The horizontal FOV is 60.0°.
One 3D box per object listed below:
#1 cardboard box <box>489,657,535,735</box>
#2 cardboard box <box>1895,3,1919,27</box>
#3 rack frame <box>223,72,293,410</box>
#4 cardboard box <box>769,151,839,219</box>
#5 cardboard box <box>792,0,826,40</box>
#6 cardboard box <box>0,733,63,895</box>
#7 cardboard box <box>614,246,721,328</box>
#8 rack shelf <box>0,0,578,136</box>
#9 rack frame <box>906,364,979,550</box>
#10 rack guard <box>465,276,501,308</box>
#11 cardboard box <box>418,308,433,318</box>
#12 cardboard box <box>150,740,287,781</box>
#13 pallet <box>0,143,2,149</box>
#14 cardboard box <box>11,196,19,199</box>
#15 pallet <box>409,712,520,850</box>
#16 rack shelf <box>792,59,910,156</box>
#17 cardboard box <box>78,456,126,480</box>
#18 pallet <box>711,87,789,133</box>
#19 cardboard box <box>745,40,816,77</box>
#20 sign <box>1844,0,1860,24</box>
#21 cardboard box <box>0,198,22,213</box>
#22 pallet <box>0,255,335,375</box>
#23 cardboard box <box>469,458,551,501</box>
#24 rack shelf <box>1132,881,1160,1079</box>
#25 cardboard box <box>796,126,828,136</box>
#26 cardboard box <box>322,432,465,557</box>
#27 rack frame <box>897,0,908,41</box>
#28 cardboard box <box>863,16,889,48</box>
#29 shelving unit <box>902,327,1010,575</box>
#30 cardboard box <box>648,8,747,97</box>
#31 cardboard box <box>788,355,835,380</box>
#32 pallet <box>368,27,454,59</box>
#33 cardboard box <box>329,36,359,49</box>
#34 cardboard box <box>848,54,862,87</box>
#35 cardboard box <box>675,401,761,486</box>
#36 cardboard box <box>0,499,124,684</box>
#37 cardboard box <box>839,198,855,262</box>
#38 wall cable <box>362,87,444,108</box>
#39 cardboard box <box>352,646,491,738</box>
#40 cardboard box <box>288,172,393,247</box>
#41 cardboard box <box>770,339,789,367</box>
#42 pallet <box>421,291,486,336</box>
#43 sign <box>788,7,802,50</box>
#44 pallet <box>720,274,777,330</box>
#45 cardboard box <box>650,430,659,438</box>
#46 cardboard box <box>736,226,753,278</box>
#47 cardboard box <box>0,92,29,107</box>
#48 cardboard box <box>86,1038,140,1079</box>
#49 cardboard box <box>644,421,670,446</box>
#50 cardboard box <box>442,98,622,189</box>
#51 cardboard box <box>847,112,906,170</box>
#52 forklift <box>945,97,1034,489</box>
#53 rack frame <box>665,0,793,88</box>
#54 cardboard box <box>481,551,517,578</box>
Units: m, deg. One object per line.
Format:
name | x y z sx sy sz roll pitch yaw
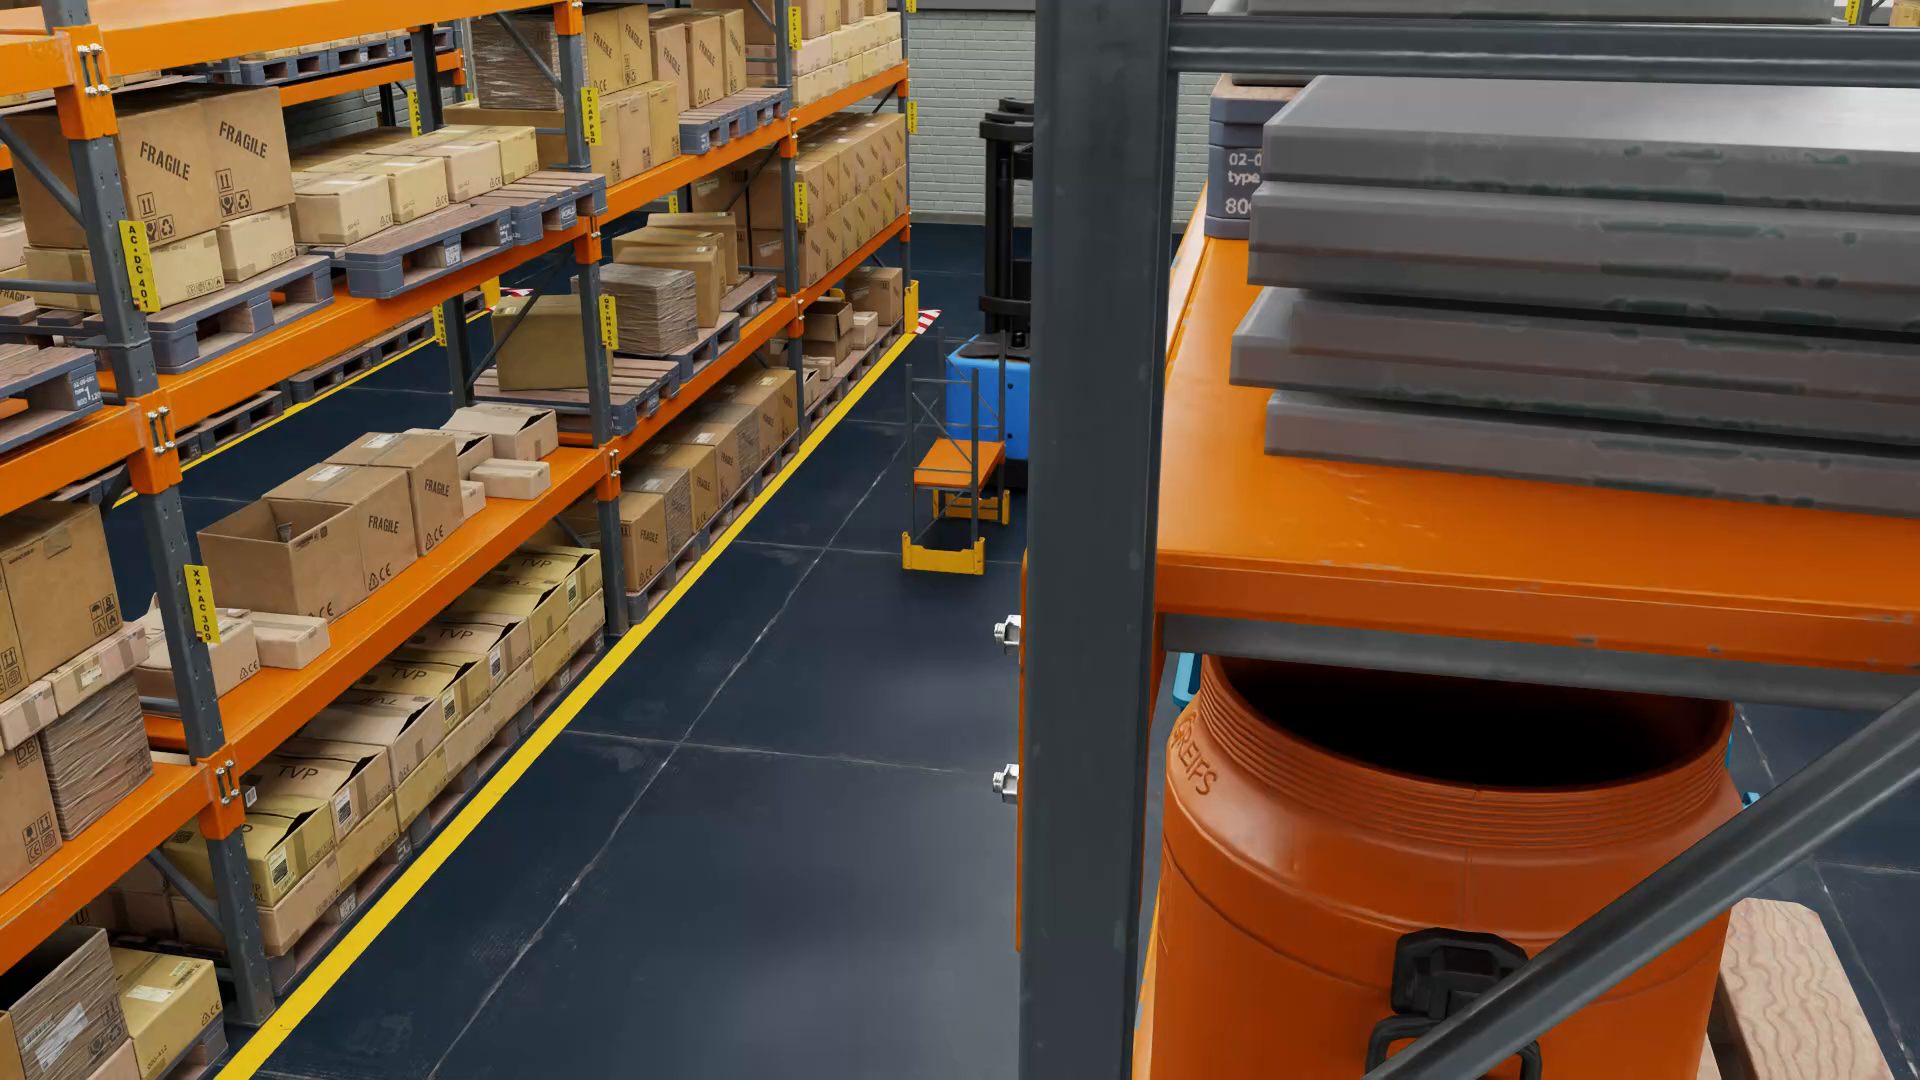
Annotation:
cardboard box | -2.742 0.848 9.351 0.500 0.250 0.500 5 22 12
cardboard box | 8.377 -4.273 14.104 0.700 0.500 0.500 4 22 9
rack frame | -6.700 -2.655 14.931 1.000 3.000 0.127 4 22 11
cardboard box | -1.374 -3.129 14.634 0.500 0.500 0.500 4 22 9
cardboard box | -1.547 -4.533 14.107 0.700 0.500 0.500 4 22 11
cardboard box | -3.668 0.957 5.829 0.700 0.500 0.500 4 22 10
cardboard box | -2.150 -1.869 12.284 0.700 0.500 0.500 -1 22 -3
rack shelf | -3.074 -2.348 7.637 1.077 0.370 4.000 4 22 11
rack frame | -0.121 -0.479 11.534 0.500 1.500 0.032 4 22 11
rack guard | -5.879 -2.967 19.052 1.175 0.500 0.348 4 22 11
cardboard box | -6.031 -2.707 17.843 0.700 0.500 0.500 4 22 11
cardboard box | -3.581 1.107 7.958 0.500 0.311 0.500 5 22 12
pallet | -7.437 -2.736 11.368 1.213 0.211 1.003 6 23 13
cardboard box | -7.247 -2.673 13.412 0.500 0.250 0.500 4 22 9
pallet | -3.124 1.220 9.041 1.003 0.211 1.213 4 22 11
rack shelf | -1.442 -4.068 15.387 1.077 0.370 4.000 4 22 11
cardboard box | -7.053 -0.969 13.059 0.750 0.750 0.750 4 22 11
pallet | -2.052 -3.350 12.893 1.213 0.211 1.003 4 22 11
cardboard box | -1.508 -3.991 13.765 0.500 0.250 0.500 4 22 11
sign | 8.121 -4.863 15.123 0.100 0.325 0.005 4 22 11
cardboard box | -7.357 -2.482 12.939 0.500 0.250 0.500 4 22 10
pallet | -3.315 -0.979 7.011 0.805 0.209 1.217 4 22 9
cardboard box | -2.579 -0.349 9.542 0.380 0.149 0.250 4 22 11
rack shelf | 0.958 0.700 3.549 1.077 0.370 4.000 4 22 11
cardboard box | -1.589 -3.735 16.141 0.500 0.500 0.500 5 22 12
cardboard box | -2.993 -0.247 8.819 0.500 0.500 0.500 3 22 8
rack frame | -1.034 -6.525 16.508 1.000 3.000 0.127 4 22 11
cardboard box | -0.991 -4.905 16.034 0.500 0.250 0.500 4 22 11
shelving unit | -0.016 -0.668 12.004 0.587 1.500 1.083 4 22 11
cardboard box | -2.025 -3.779 12.877 0.600 0.600 0.600 2 22 6
cardboard box | -1.386 -1.623 15.571 0.380 0.166 0.250 4 22 11
pallet | -6.025 -5.196 17.344 1.003 0.211 1.213 4 22 11
cardboard box | -6.086 -4.824 15.806 0.500 0.250 0.500 4 22 9
cardboard box | -1.200 -4.308 15.221 0.500 0.250 0.500 4 22 11
cardboard box | -1.882 -0.758 12.977 0.500 0.500 0.500 5 22 12
cardboard box | -3.567 0.162 6.067 0.700 0.500 0.500 5 22 11
cardboard box | -1.274 -2.861 15.309 0.500 0.500 0.500 4 22 11
wall cable | -6.549 -5.130 19.715 0.084 1.984 1.851 4 22 11
cardboard box | -2.842 0.773 8.787 0.500 0.311 0.500 5 22 12
cardboard box | -3.032 -1.564 7.846 0.500 0.250 0.500 3 22 6
cardboard box | -1.859 -1.740 15.669 0.500 0.311 0.500 4 22 11
pallet | -5.971 -2.526 18.343 1.003 0.211 1.213 4 22 11
sign | -1.306 -4.052 13.164 0.100 0.325 0.005 4 22 11
pallet | -2.120 -1.906 13.328 1.003 0.211 1.213 4 22 11
cardboard box | -2.493 -0.964 12.485 0.500 0.250 0.500 4 22 10
cardboard box | -1.999 -2.528 14.481 0.500 0.500 0.500 5 22 12
cardboard box | -7.291 -3.415 12.080 0.700 0.500 0.500 6 23 14
cardboard box | -3.475 2.096 6.253 0.500 0.250 0.500 4 22 11
cardboard box | -2.498 -0.602 12.590 0.500 0.500 0.500 4 22 9
cardboard box | -2.610 -2.416 10.188 0.910 0.500 0.500 4 22 11
cardboard box | -0.856 -4.068 16.967 0.500 0.500 0.500 4 22 10
forklift | 0.826 -2.254 14.028 1.130 2.935 3.031 7 23 18
rack frame | -1.850 -5.062 12.876 1.000 3.000 0.127 4 22 11
cardboard box | -3.061 0.174 10.275 0.500 0.311 0.500 5 23 13
